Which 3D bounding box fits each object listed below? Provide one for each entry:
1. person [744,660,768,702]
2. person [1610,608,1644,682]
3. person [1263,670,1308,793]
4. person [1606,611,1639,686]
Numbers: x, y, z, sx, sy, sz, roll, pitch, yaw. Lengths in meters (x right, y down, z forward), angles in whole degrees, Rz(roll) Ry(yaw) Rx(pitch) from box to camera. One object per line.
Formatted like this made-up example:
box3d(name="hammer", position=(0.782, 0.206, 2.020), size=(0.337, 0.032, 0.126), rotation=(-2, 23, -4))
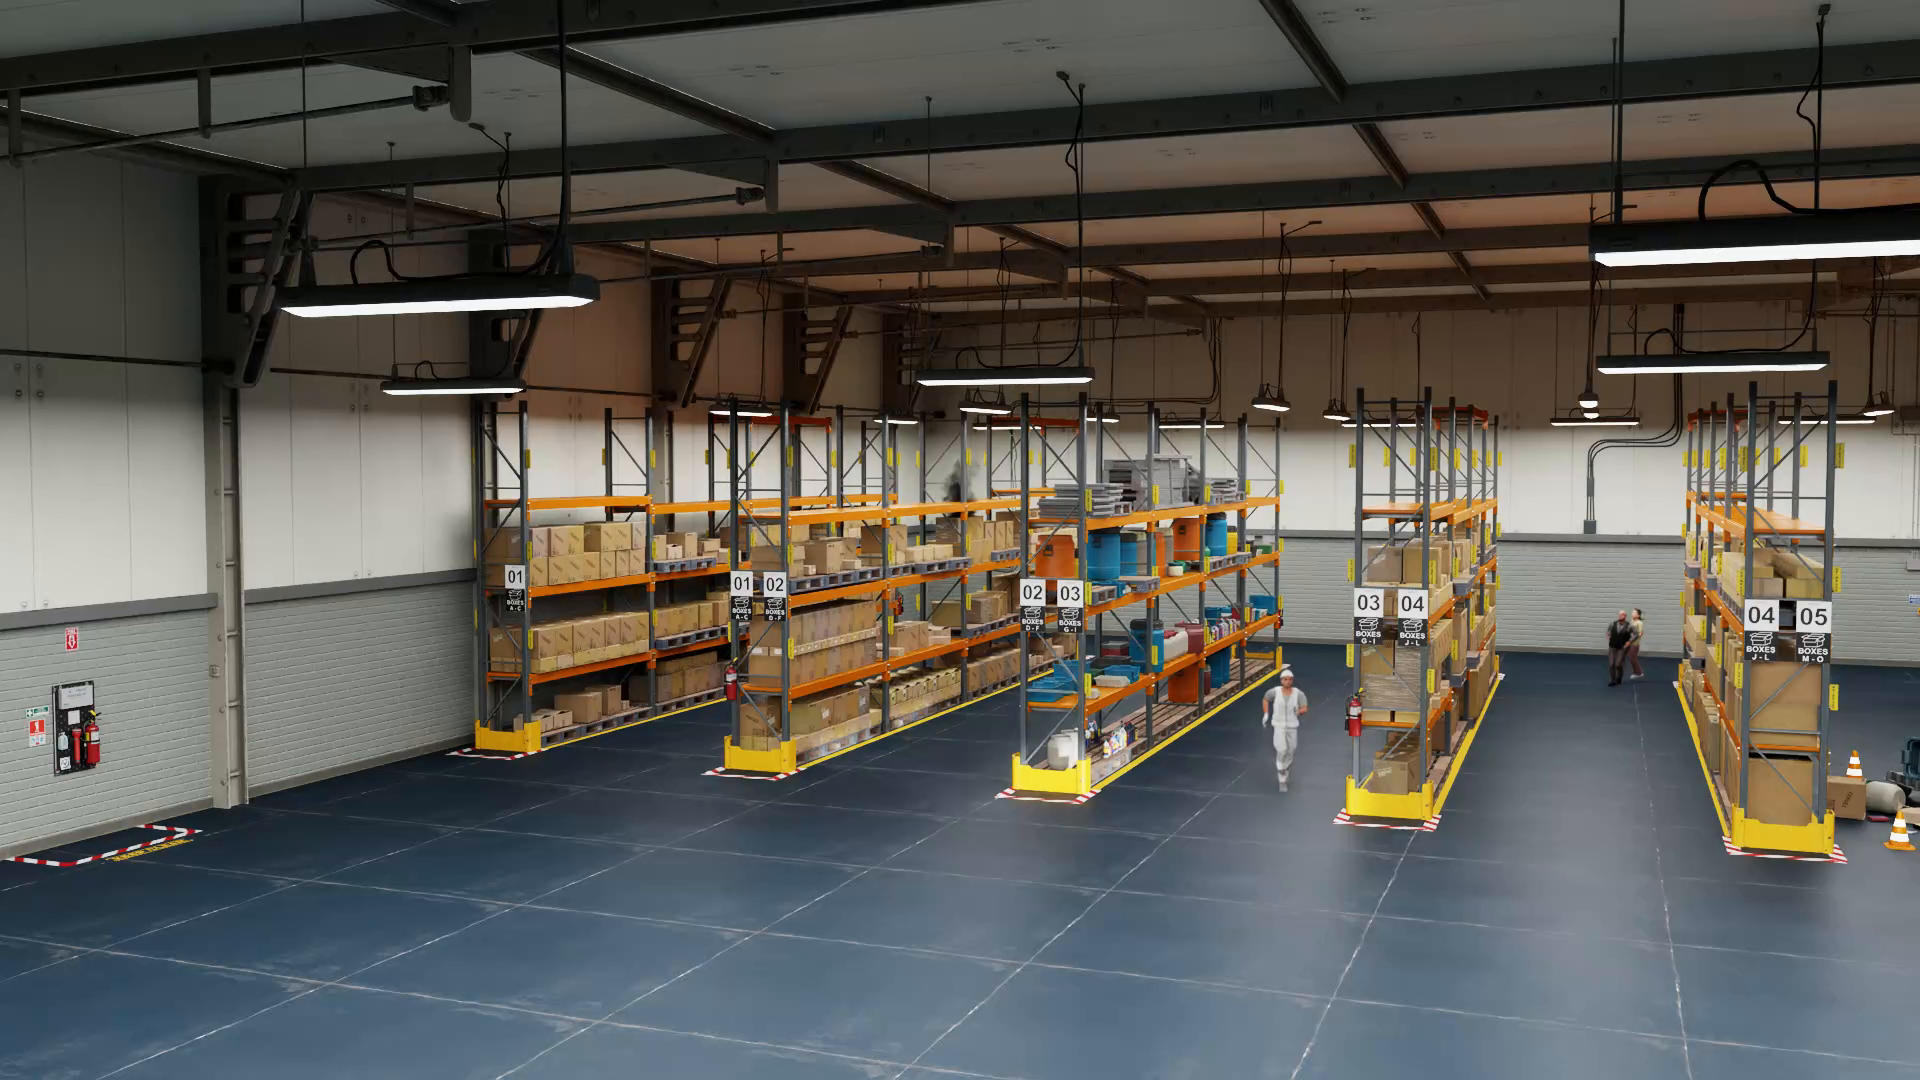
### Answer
box3d(name="person", position=(-3.629, 2.683, 30.173), size=(0.564, 1.752, 0.753), rotation=(1, 3, 10))
box3d(name="person", position=(15.032, 2.349, 37.213), size=(0.878, 1.662, 0.584), rotation=(-1, 3, -18))
box3d(name="person", position=(4.931, 2.875, 25.199), size=(0.643, 1.843, 0.877), rotation=(0, 3, 0))
box3d(name="person", position=(14.478, 2.383, 36.515), size=(0.673, 1.671, 0.606), rotation=(3, 4, 43))
